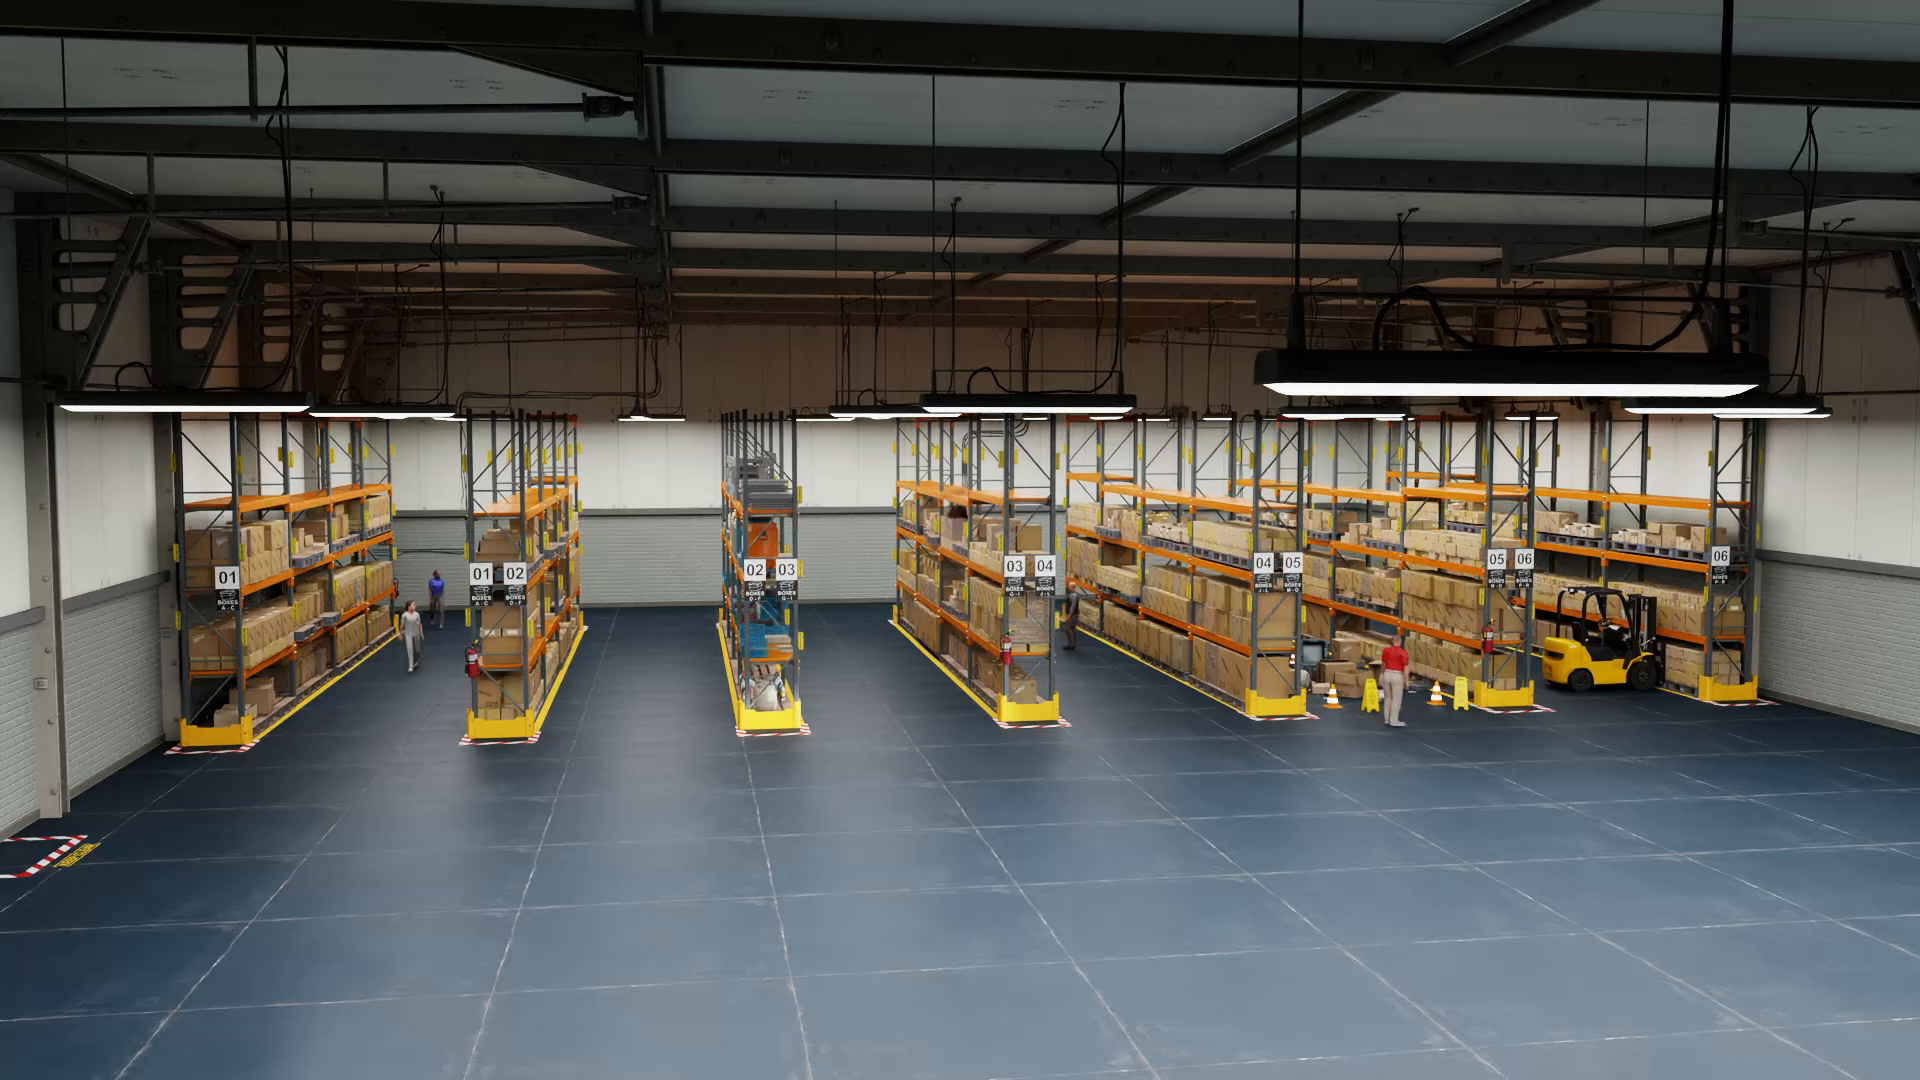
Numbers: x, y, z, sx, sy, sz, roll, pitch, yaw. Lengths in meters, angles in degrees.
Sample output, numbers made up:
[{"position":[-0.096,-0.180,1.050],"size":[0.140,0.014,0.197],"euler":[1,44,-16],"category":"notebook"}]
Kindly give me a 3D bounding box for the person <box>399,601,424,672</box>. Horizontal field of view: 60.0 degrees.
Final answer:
[{"position":[-12.741,2.214,38.610],"size":[0.552,1.629,0.961],"euler":[-1,4,-21],"category":"person"}]

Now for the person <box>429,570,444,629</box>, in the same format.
[{"position":[-14.690,1.645,46.684],"size":[0.414,1.628,0.798],"euler":[-1,4,-21],"category":"person"}]

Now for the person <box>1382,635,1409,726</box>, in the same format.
[{"position":[8.277,2.661,31.524],"size":[0.434,1.748,0.548],"euler":[-4,5,-43],"category":"person"}]

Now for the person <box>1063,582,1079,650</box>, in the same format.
[{"position":[2.794,1.921,42.071],"size":[0.403,1.730,0.545],"euler":[0,4,-7],"category":"person"}]
